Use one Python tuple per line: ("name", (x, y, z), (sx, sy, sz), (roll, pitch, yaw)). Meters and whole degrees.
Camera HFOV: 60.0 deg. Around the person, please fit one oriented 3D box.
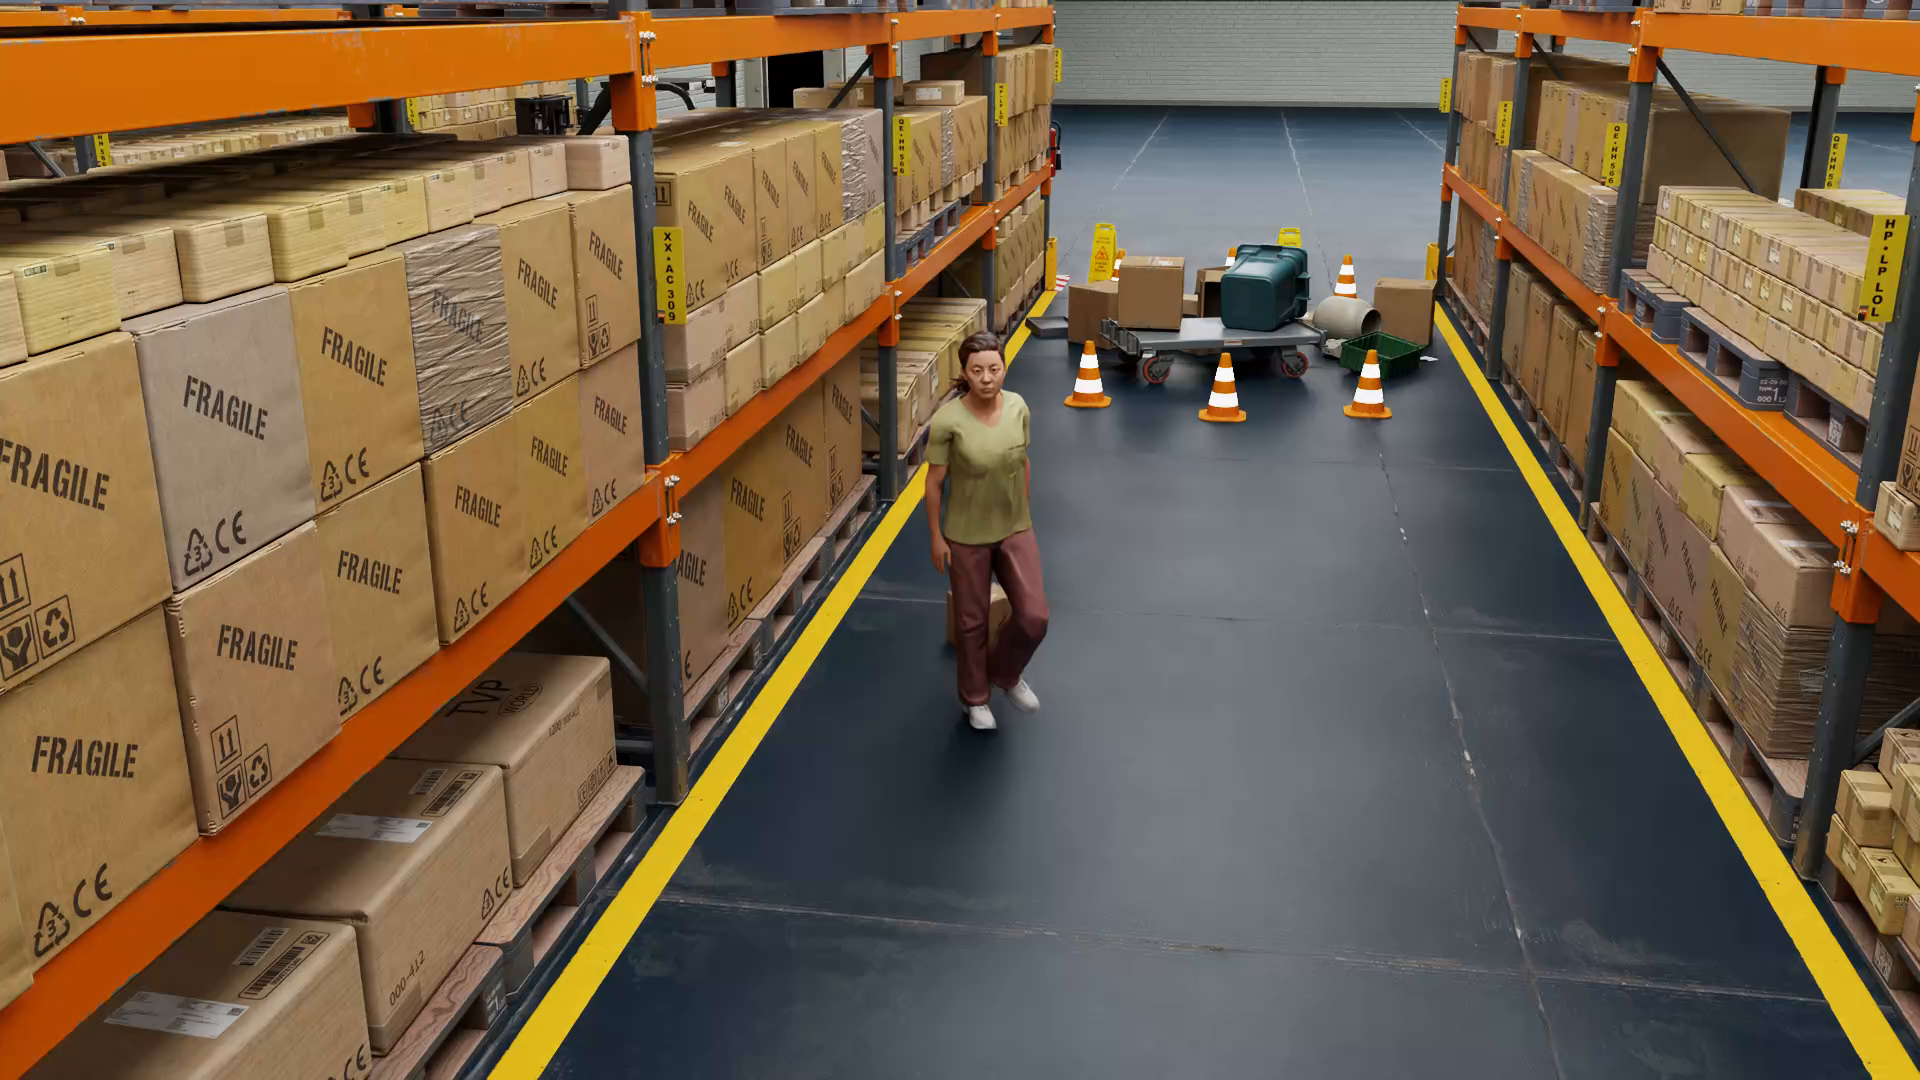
("person", (0.098, -0.018, 6.568), (0.495, 1.655, 0.470), (-6, 19, -17))
